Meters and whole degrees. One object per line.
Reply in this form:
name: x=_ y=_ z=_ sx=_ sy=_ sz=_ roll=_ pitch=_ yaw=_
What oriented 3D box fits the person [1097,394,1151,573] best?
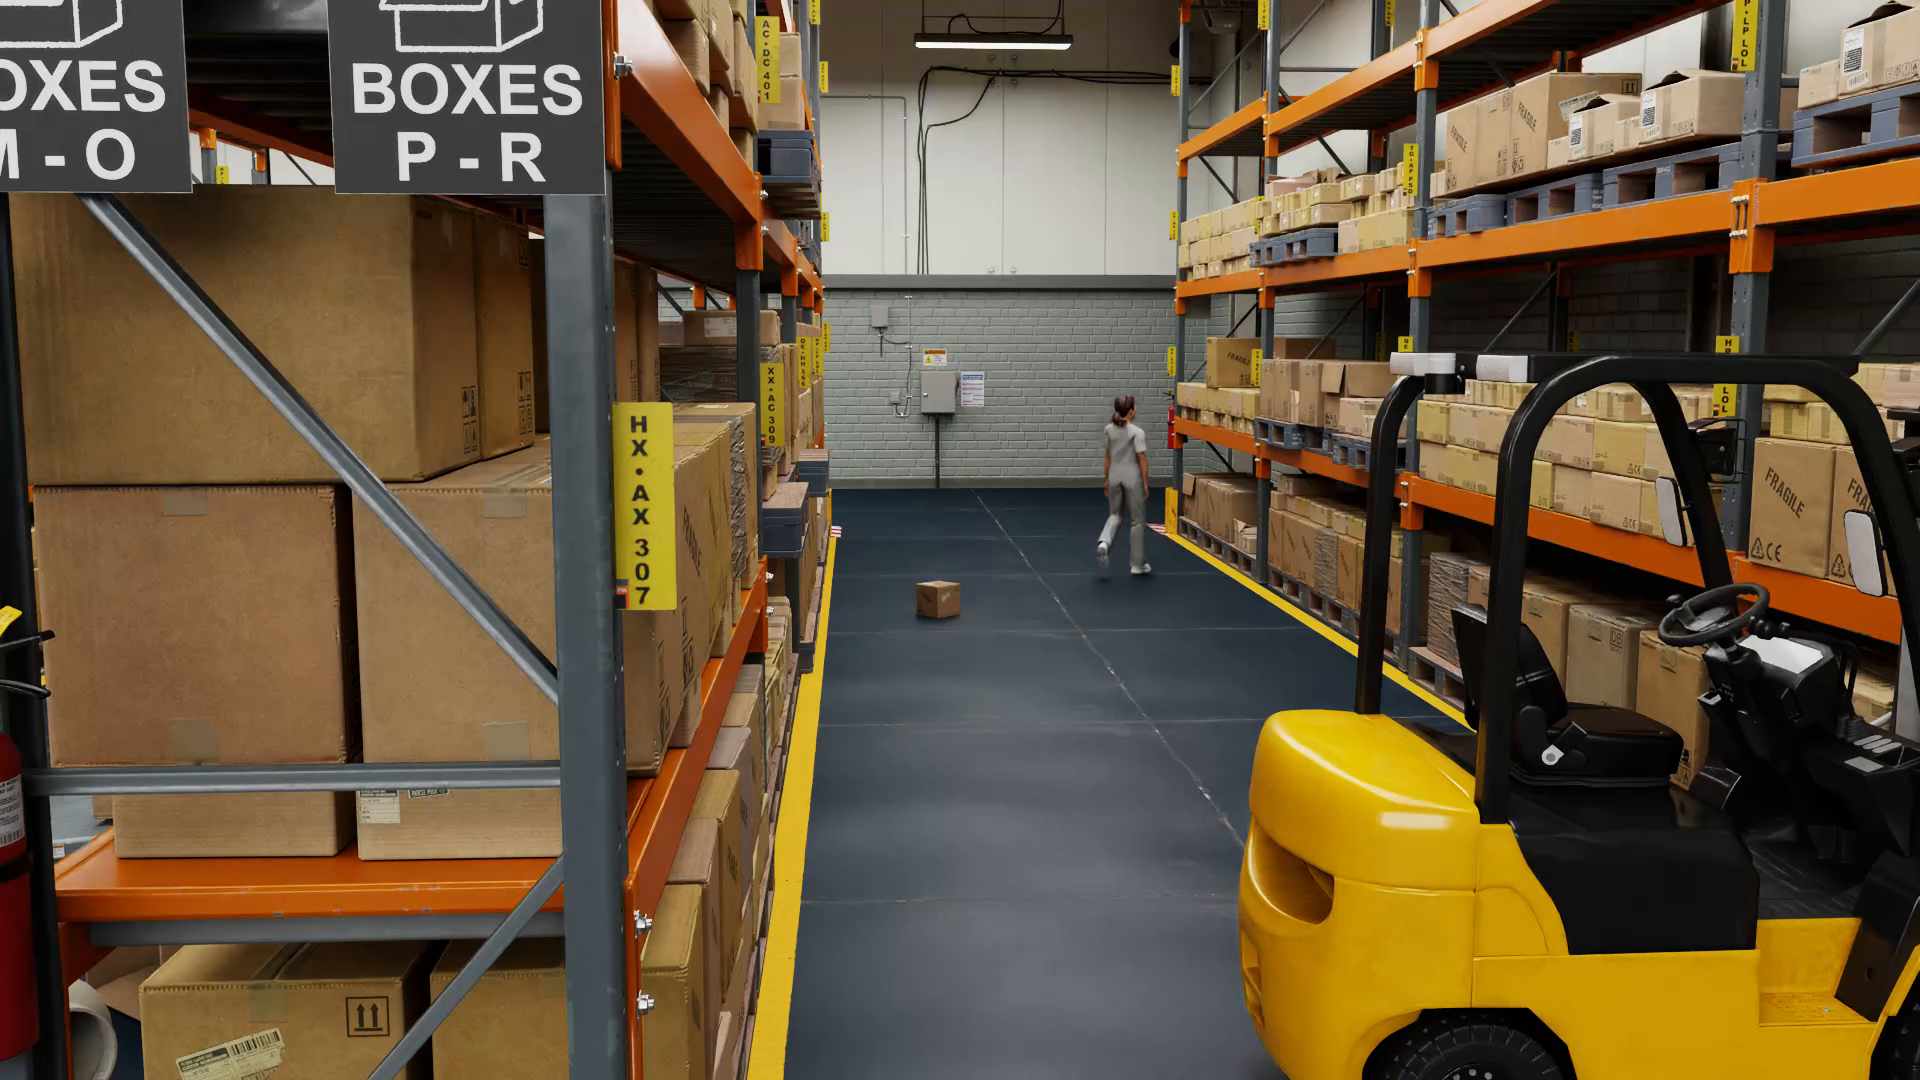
person: x=1.540 y=-0.510 z=15.296 sx=0.472 sy=1.663 sz=0.657 roll=5 pitch=8 yaw=33
